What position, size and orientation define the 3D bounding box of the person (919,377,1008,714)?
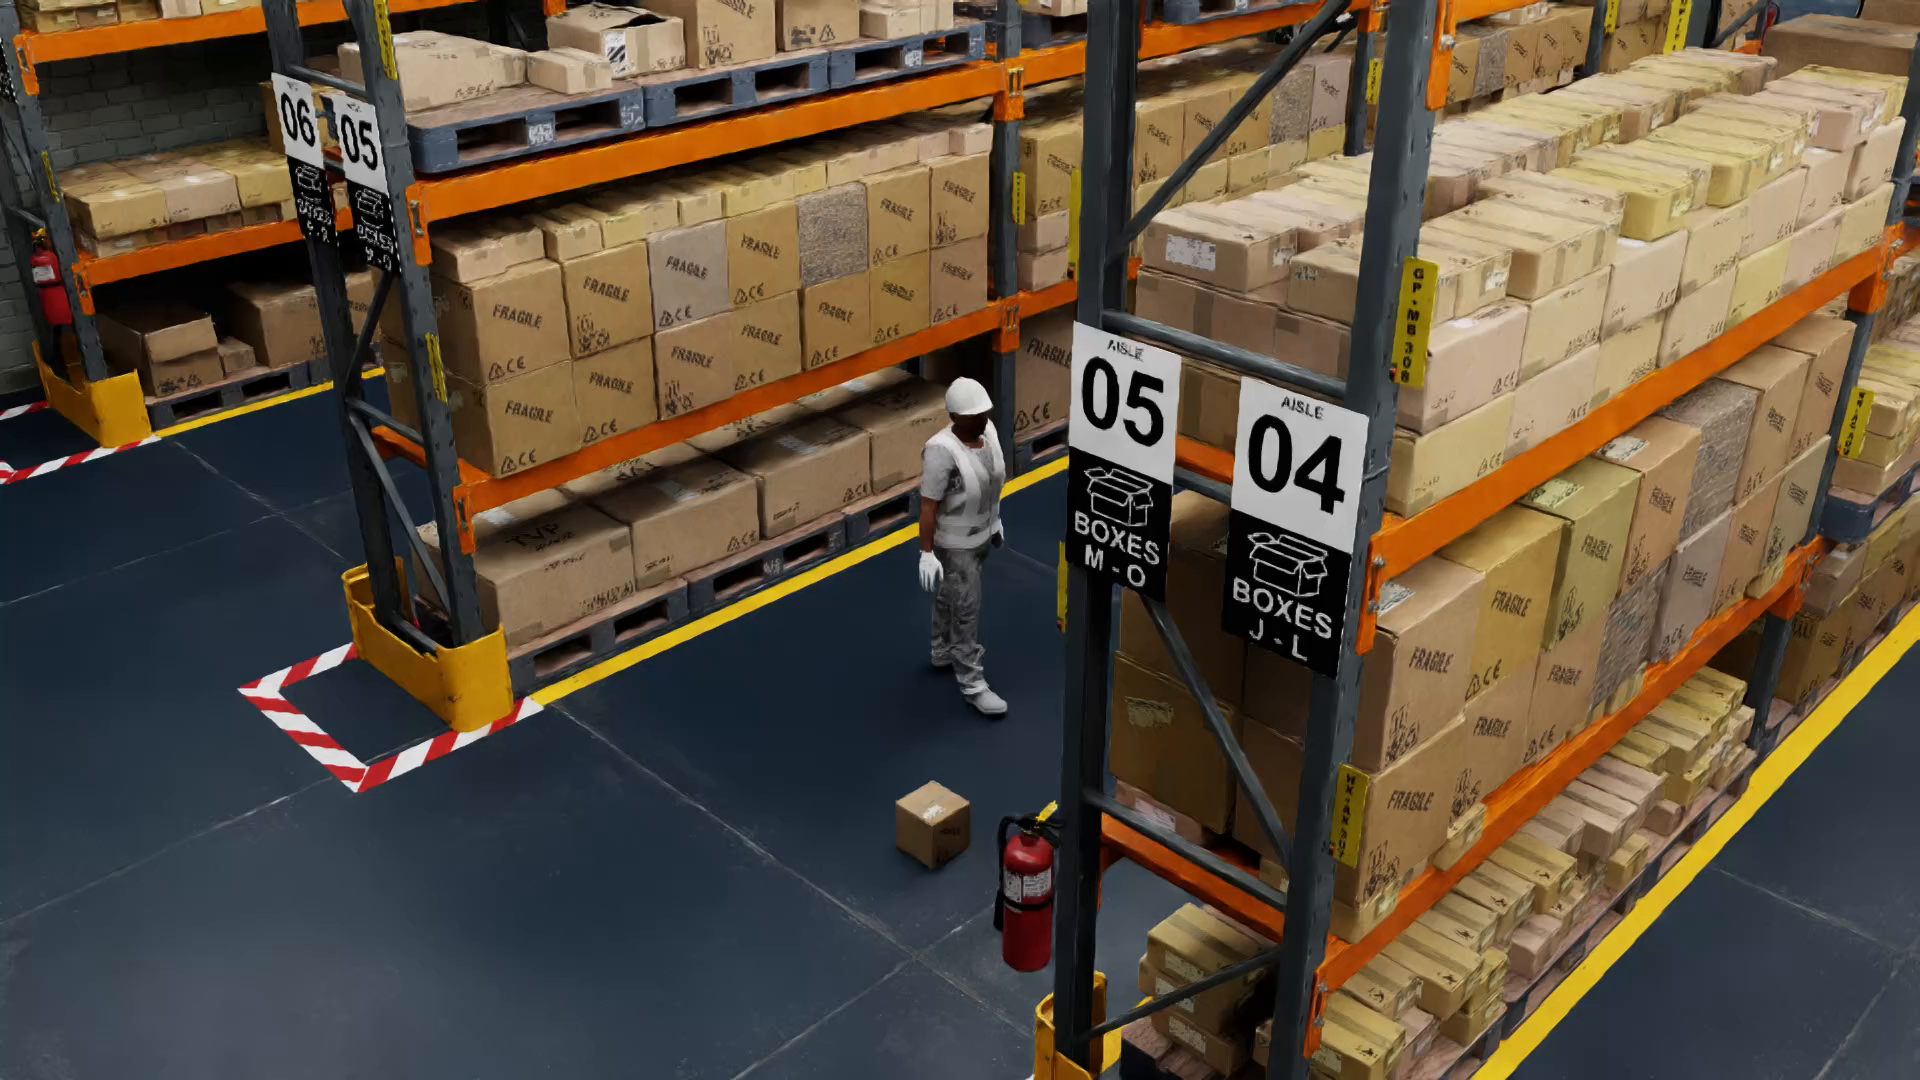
[{"bbox_3d":[0.048,0.010,8.558,0.639,1.786,0.706,14,31,26],"label":"person"}]
